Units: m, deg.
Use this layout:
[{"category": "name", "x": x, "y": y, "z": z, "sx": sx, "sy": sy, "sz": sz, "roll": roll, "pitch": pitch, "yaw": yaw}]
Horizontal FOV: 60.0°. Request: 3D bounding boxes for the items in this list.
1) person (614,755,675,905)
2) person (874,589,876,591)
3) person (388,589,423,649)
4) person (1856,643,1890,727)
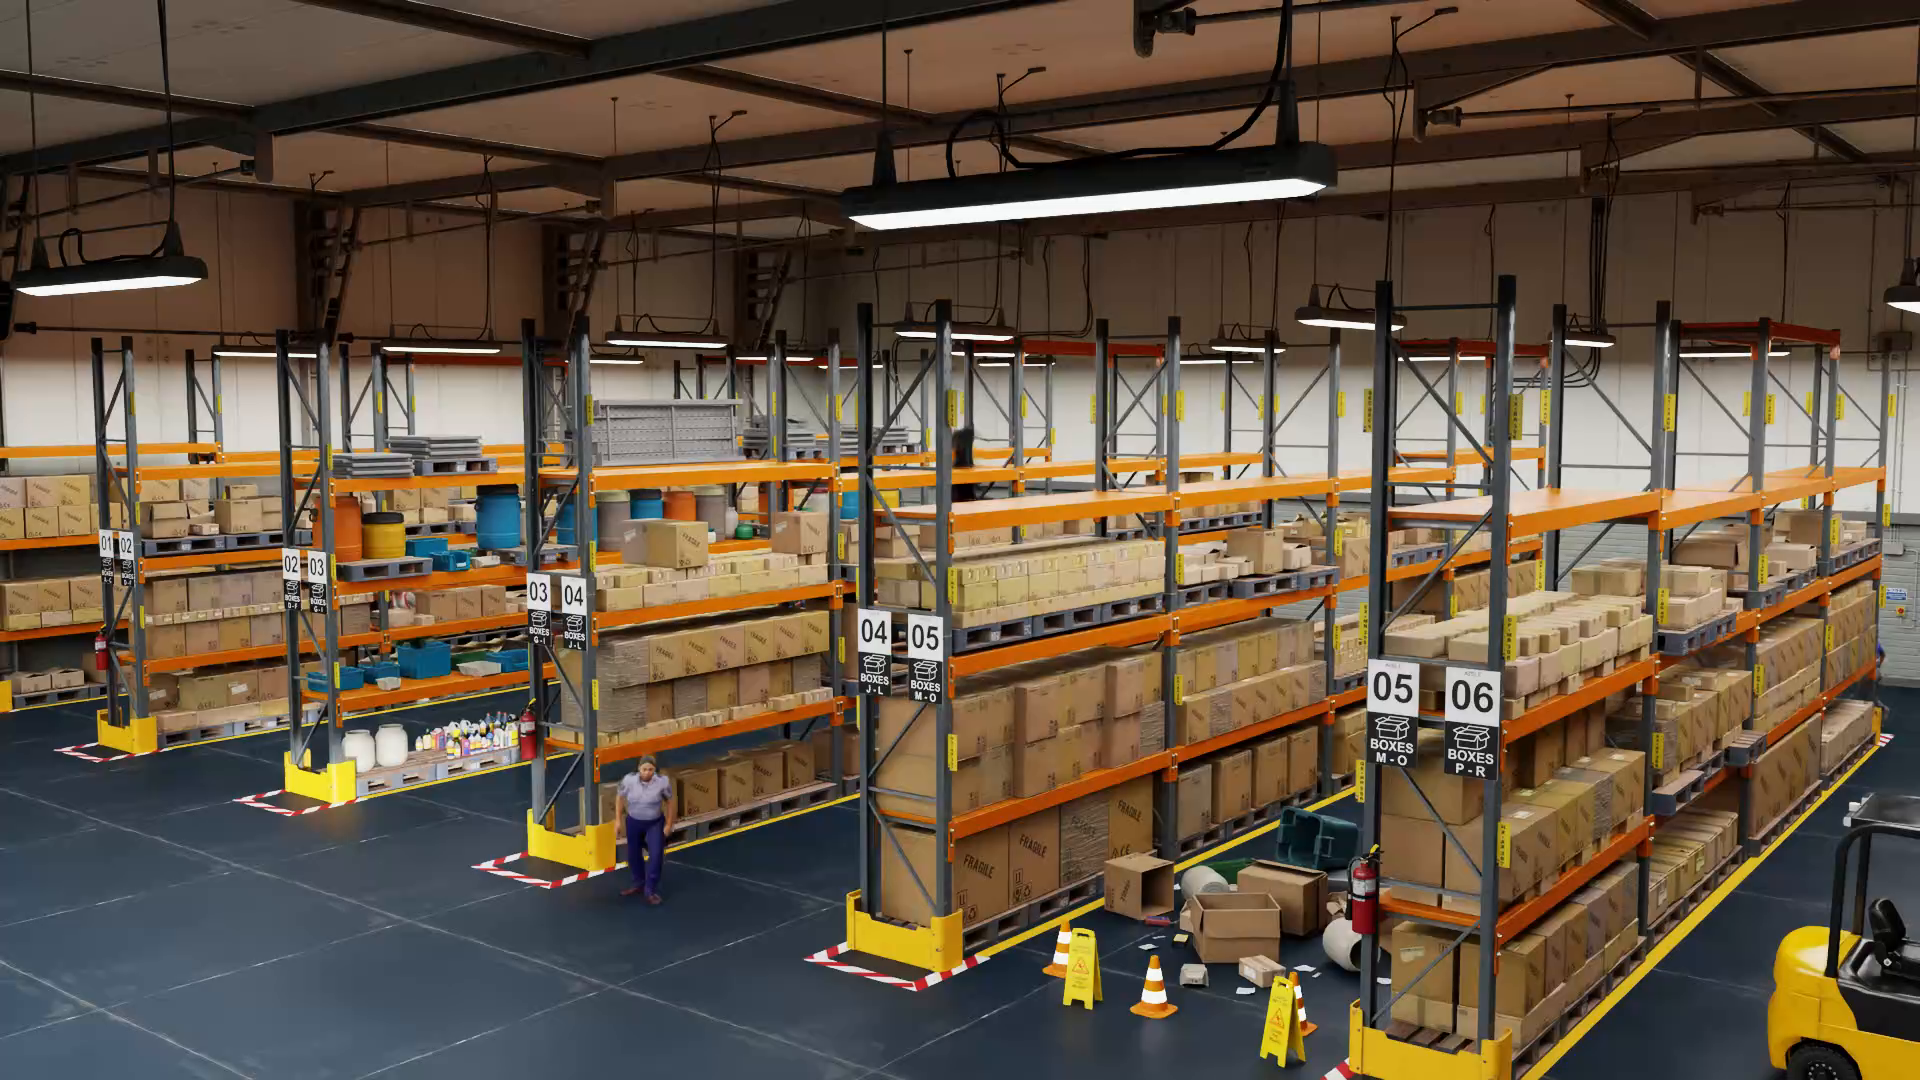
[{"category": "person", "x": -3.217, "y": 2.919, "z": 16.983, "sx": 0.632, "sy": 1.572, "sz": 0.648, "roll": 0, "pitch": 5, "yaw": 1}, {"category": "person", "x": -1.886, "y": 1.367, "z": 33.456, "sx": 0.666, "sy": 1.793, "sz": 0.712, "roll": 2, "pitch": 6, "yaw": 25}, {"category": "person", "x": -10.519, "y": 1.599, "z": 31.500, "sx": 0.672, "sy": 1.740, "sz": 0.831, "roll": -1, "pitch": 5, "yaw": -10}, {"category": "person", "x": 14.105, "y": 2.130, "z": 25.843, "sx": 0.595, "sy": 1.589, "sz": 0.505, "roll": -3, "pitch": 6, "yaw": -31}]
